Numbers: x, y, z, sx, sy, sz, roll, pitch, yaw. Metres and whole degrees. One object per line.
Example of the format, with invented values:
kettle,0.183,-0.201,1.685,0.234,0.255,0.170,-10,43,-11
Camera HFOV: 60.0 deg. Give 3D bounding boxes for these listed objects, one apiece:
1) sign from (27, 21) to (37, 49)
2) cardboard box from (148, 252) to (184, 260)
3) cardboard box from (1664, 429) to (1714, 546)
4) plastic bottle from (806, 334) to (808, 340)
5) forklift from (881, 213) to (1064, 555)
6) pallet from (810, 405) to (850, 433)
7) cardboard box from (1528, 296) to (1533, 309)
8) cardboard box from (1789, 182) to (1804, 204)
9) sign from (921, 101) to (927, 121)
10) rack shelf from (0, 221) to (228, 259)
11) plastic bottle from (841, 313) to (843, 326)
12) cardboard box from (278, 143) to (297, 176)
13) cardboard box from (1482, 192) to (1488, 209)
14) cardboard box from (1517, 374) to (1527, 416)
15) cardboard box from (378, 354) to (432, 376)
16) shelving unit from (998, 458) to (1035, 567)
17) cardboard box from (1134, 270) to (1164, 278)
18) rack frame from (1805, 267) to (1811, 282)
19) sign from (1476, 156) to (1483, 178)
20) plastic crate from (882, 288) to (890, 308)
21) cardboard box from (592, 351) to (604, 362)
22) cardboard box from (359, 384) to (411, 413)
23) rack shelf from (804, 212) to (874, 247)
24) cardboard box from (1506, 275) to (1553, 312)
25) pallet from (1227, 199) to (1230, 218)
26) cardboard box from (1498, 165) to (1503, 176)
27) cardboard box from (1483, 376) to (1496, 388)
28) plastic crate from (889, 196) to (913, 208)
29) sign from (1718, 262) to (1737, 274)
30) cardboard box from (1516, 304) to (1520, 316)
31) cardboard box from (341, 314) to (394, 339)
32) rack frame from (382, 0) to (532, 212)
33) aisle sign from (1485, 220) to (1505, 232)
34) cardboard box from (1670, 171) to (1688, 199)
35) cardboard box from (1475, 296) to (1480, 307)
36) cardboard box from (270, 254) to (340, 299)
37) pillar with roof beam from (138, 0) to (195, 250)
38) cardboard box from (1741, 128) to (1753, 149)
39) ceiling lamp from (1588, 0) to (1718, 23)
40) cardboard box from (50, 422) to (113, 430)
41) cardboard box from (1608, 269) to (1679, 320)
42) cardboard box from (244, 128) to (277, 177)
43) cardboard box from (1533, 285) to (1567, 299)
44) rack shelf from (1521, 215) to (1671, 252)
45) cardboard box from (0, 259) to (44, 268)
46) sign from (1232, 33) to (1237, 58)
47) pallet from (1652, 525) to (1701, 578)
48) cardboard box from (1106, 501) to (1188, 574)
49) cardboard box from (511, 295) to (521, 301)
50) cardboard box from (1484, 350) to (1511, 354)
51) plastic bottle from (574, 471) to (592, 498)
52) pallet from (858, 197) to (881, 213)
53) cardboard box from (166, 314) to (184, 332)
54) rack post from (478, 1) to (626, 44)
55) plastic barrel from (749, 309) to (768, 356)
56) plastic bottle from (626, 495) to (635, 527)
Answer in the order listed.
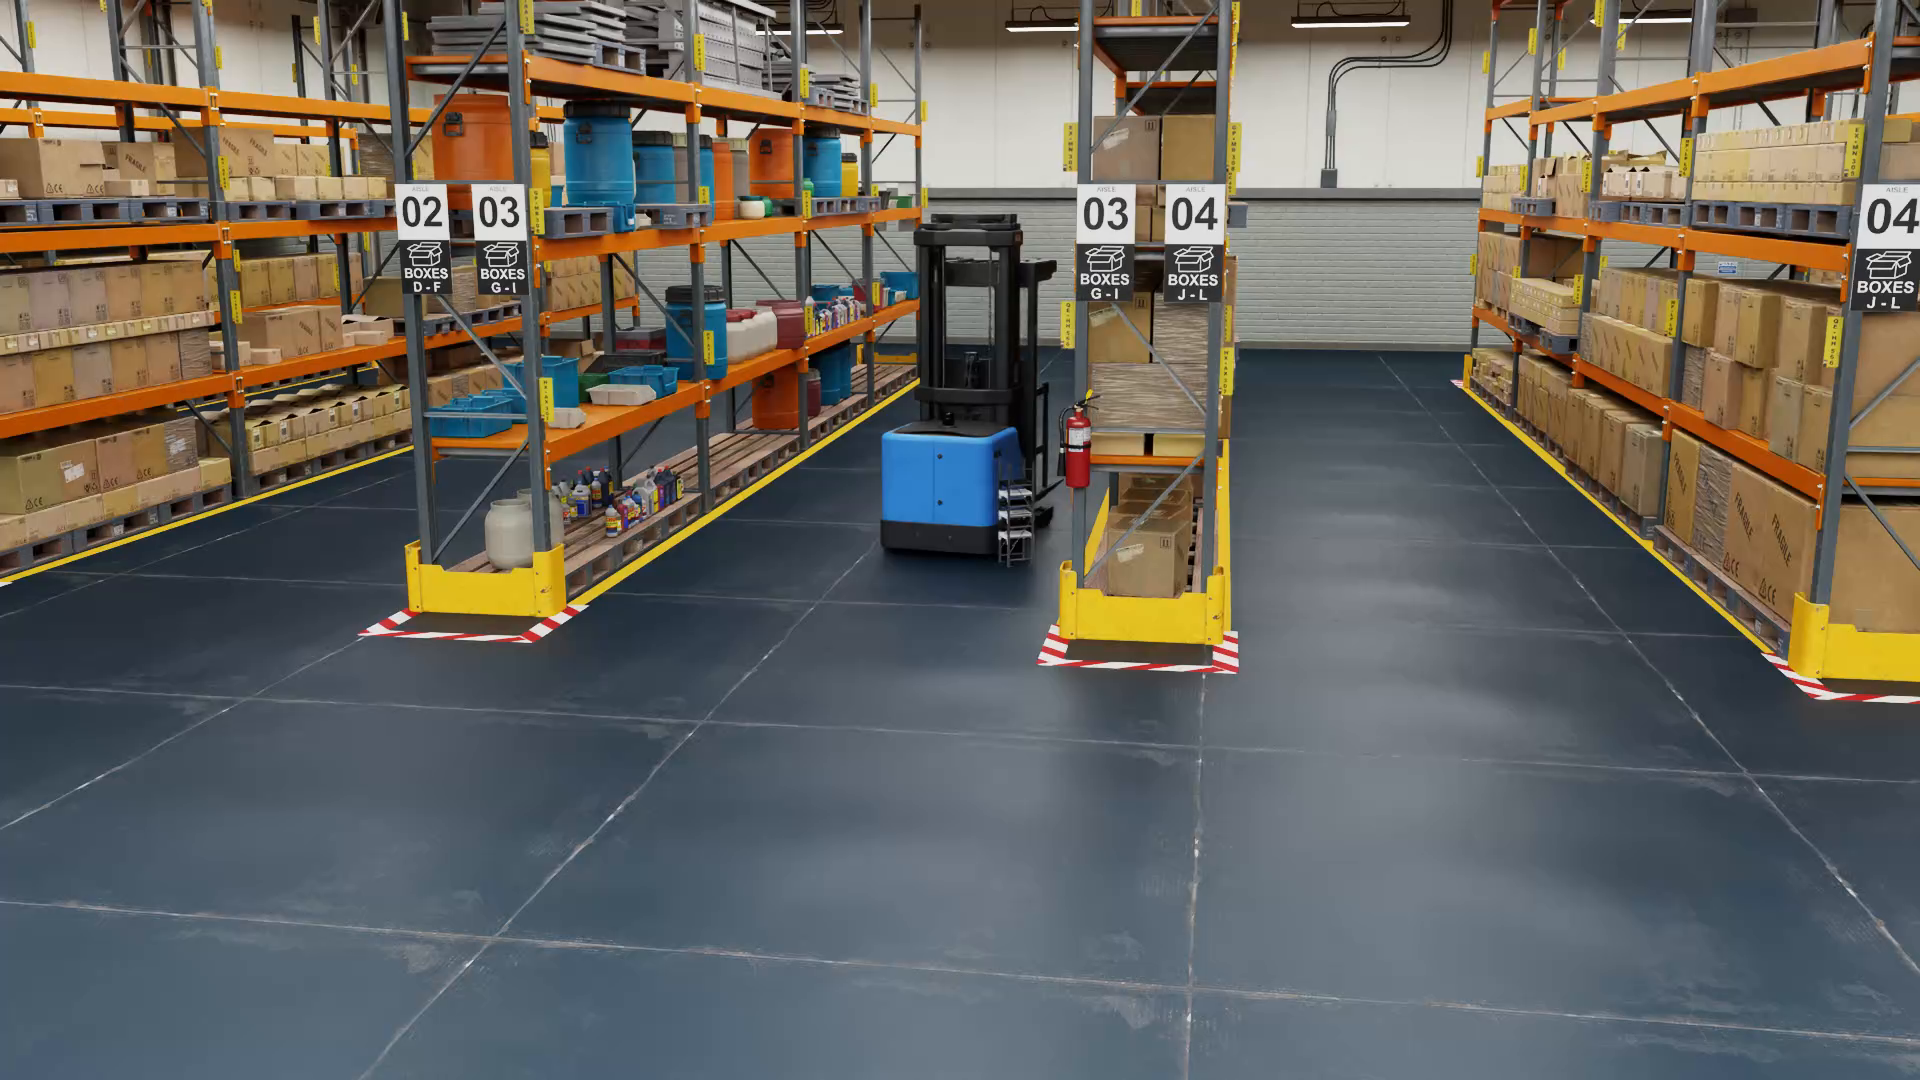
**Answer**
sign,-11.615,-6.318,20.802,0.100,0.325,0.005,2,12,9
cardboard box,-11.524,-3.991,23.878,0.500,0.250,0.500,2,12,10
cardboard box,6.634,-0.448,14.254,0.875,0.875,0.875,2,12,10
plastic bottle,-1.933,-2.625,20.614,0.097,0.271,0.097,0,12,0
forklift,0.259,-1.571,15.582,1.130,2.935,3.031,4,13,18
pallet,-2.094,-1.640,22.360,1.003,0.211,1.213,2,12,9
cardboard box,7.319,-2.963,20.770,0.380,0.149,0.250,2,12,8
cardboard box,6.019,-2.413,11.571,0.380,0.149,0.250,2,12,9
sign,-0.587,-7.010,27.185,0.100,0.325,0.005,2,12,9
rack shelf,-8.181,-2.612,14.836,1.077,0.370,4.000,2,12,9
plastic bottle,-1.635,-2.994,22.492,0.097,0.201,0.097,0,12,0
cardboard box,-11.008,-6.102,26.664,0.500,0.500,0.500,2,12,9
cardboard box,8.324,-5.216,25.567,0.500,0.250,0.500,2,12,11
cardboard box,7.655,-1.913,21.944,0.500,0.500,0.500,2,12,11
cardboard box,-7.341,-2.320,22.003,0.500,0.250,0.500,2,12,11
shelving unit,0.482,-0.236,14.209,0.258,0.900,0.210,-4,13,-19
cardboard box,1.519,-2.085,14.488,0.500,0.500,0.500,2,12,9
rack frame,13.553,-3.768,25.616,1.000,3.000,0.127,2,12,9
sign,8.110,-5.819,25.936,0.100,0.325,0.005,2,12,9
plastic crate,-1.332,-3.701,25.440,0.437,0.282,0.530,2,12,9
cardboard box,-6.043,-2.964,27.367,0.500,0.250,0.500,2,12,9
cardboard box,-7.095,-1.764,20.515,0.500,0.311,0.500,2,12,10
rack shelf,-2.056,-4.116,21.815,1.077,0.370,4.000,2,12,9
cardboard box,7.826,-3.379,22.867,0.500,0.500,0.500,2,12,9
pallet,2.577,-3.934,19.712,1.213,0.211,1.003,2,12,11
cardboard box,8.092,-5.414,24.354,0.380,0.149,0.250,2,12,10
cardboard box,8.041,-2.357,24.836,0.380,0.149,0.250,1,12,6
plastic crate,-1.003,-5.398,26.561,0.450,0.188,0.336,2,12,9
sign,14.358,-5.089,31.104,0.327,0.218,0.001,2,12,9
cardboard box,7.437,-2.981,21.560,0.380,0.149,0.250,2,12,9
cardboard box,-7.357,-2.628,20.536,0.500,0.311,0.500,3,12,12
rack frame,-3.594,-3.852,11.764,1.000,3.000,0.127,2,12,9
aisle sign,8.361,-5.203,26.104,0.394,0.787,0.004,2,12,9
cardboard box,6.751,-3.209,15.023,0.500,0.250,0.500,2,12,9
cardboard box,8.272,-3.728,26.025,0.380,0.149,0.250,2,12,8
cardboard box,-11.092,-4.459,28.110,0.980,0.700,0.700,2,12,8
pillar with roof beam,-8.031,-6.705,25.003,9.100,9.000,0.400,2,12,9
cardboard box,6.214,-3.067,12.713,0.380,0.149,0.250,2,12,9
ceiling lamp,11.570,-10.192,27.326,2.000,3.185,0.800,2,12,9
cardboard box,-8.407,-0.846,15.807,0.500,0.500,0.500,2,12,9
cardboard box,7.260,-2.582,17.498,0.700,0.500,0.500,2,12,8
cardboard box,-7.674,-4.125,17.728,0.500,0.500,0.500,3,13,14
cardboard box,7.280,-3.056,20.497,0.380,0.149,0.250,2,12,10
rack shelf,7.723,-3.773,20.227,1.077,0.370,4.000,2,12,9
cardboard box,-12.340,-3.579,21.967,0.500,0.250,0.500,2,12,10
sign,3.683,-6.670,22.433,0.100,0.325,0.005,2,12,9
pallet,6.606,0.109,14.242,1.003,0.211,1.213,2,12,9
cardboard box,1.470,0.003,13.053,0.500,0.500,0.500,5,13,23
cardboard box,-6.819,-3.740,25.246,0.500,0.500,0.500,2,12,10
cardboard box,8.306,-2.851,25.716,0.380,0.149,0.250,2,12,10
plastic bottle,-3.542,-0.478,15.592,0.144,0.351,0.185,1,12,6
pallet,-1.773,-4.625,22.919,1.213,0.211,1.003,2,12,9
cardboard box,-7.781,-2.110,16.142,0.380,0.149,0.250,2,12,7
rack post,-3.327,-4.219,13.648,0.937,0.300,0.954,2,12,8
plastic barrel,-2.376,-2.331,18.679,0.421,0.512,0.421,0,12,0
plastic bottle,-2.939,-0.260,14.769,0.097,0.271,0.097,0,12,0
